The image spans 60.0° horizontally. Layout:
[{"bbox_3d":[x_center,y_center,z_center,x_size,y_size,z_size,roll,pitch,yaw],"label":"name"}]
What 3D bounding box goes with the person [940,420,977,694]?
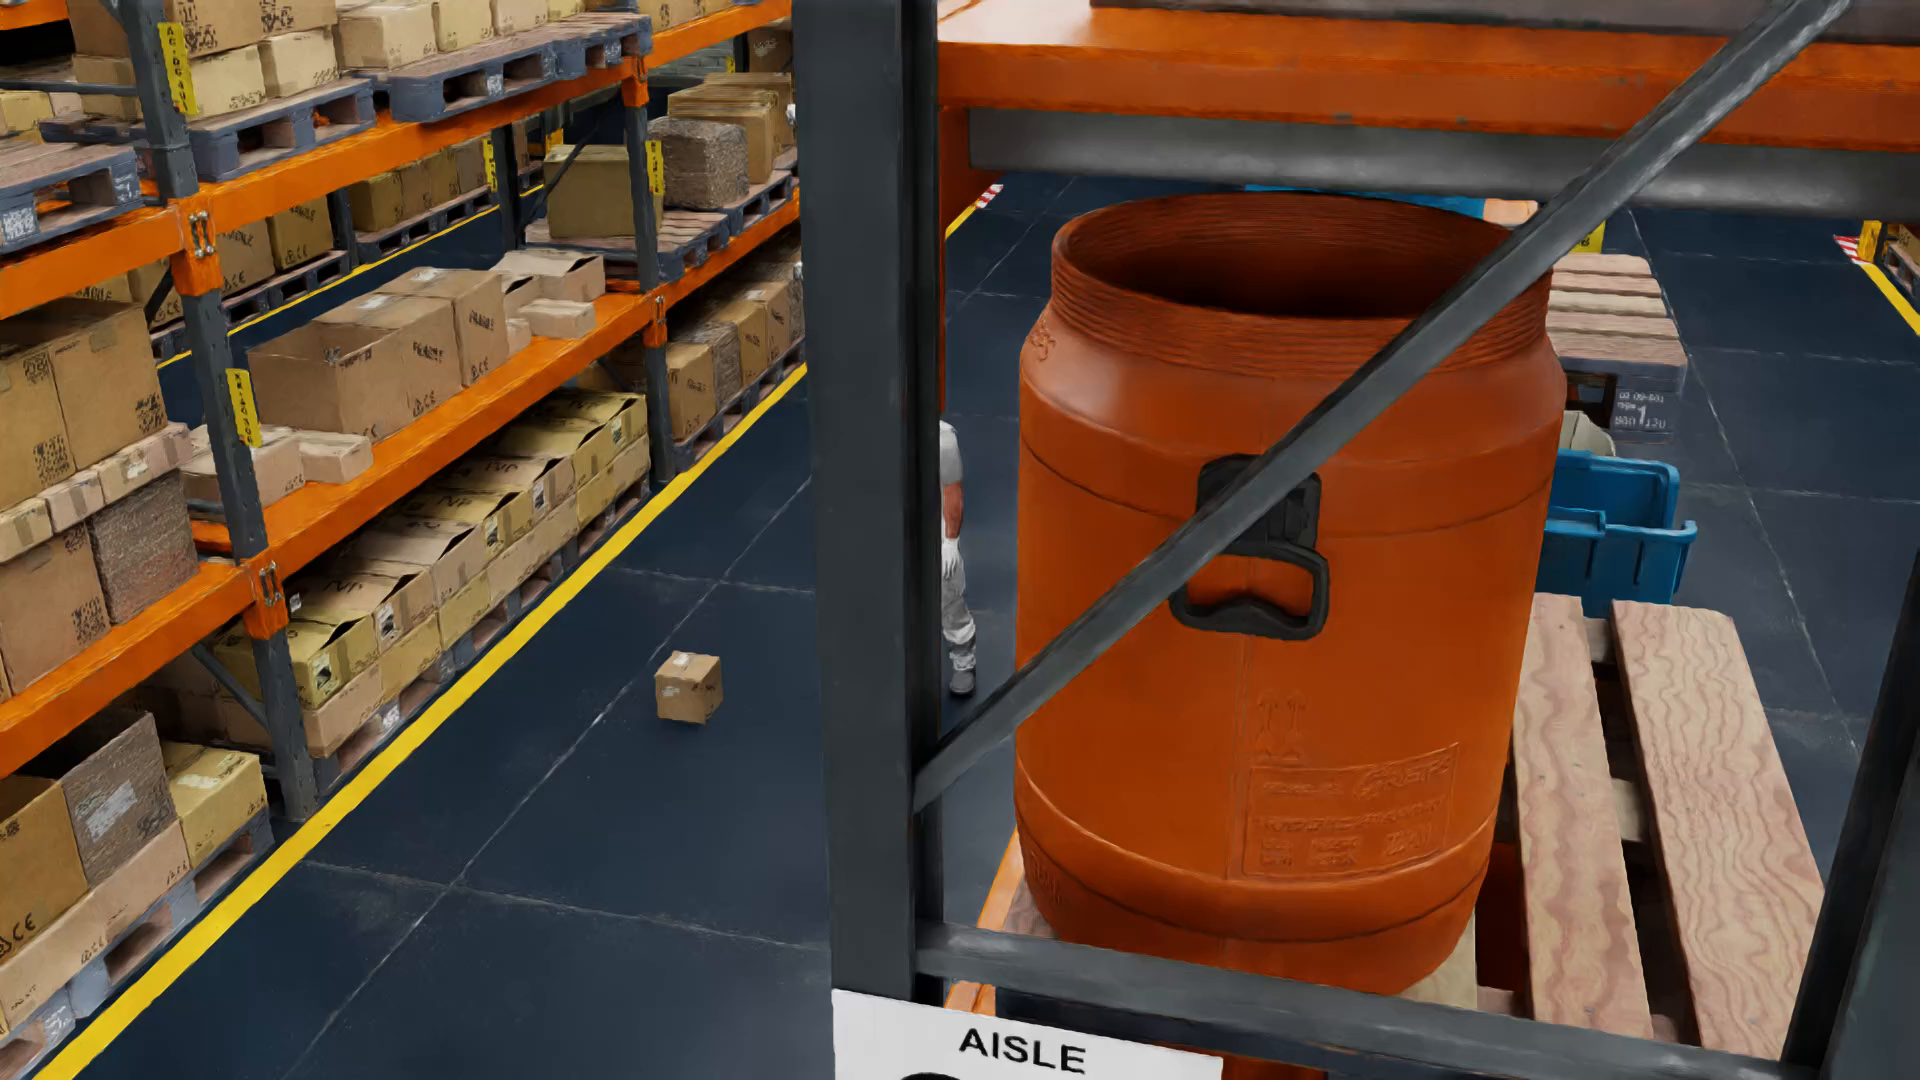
[{"bbox_3d":[-0.187,-0.036,8.162,0.566,1.781,0.585,23,33,39],"label":"person"}]
